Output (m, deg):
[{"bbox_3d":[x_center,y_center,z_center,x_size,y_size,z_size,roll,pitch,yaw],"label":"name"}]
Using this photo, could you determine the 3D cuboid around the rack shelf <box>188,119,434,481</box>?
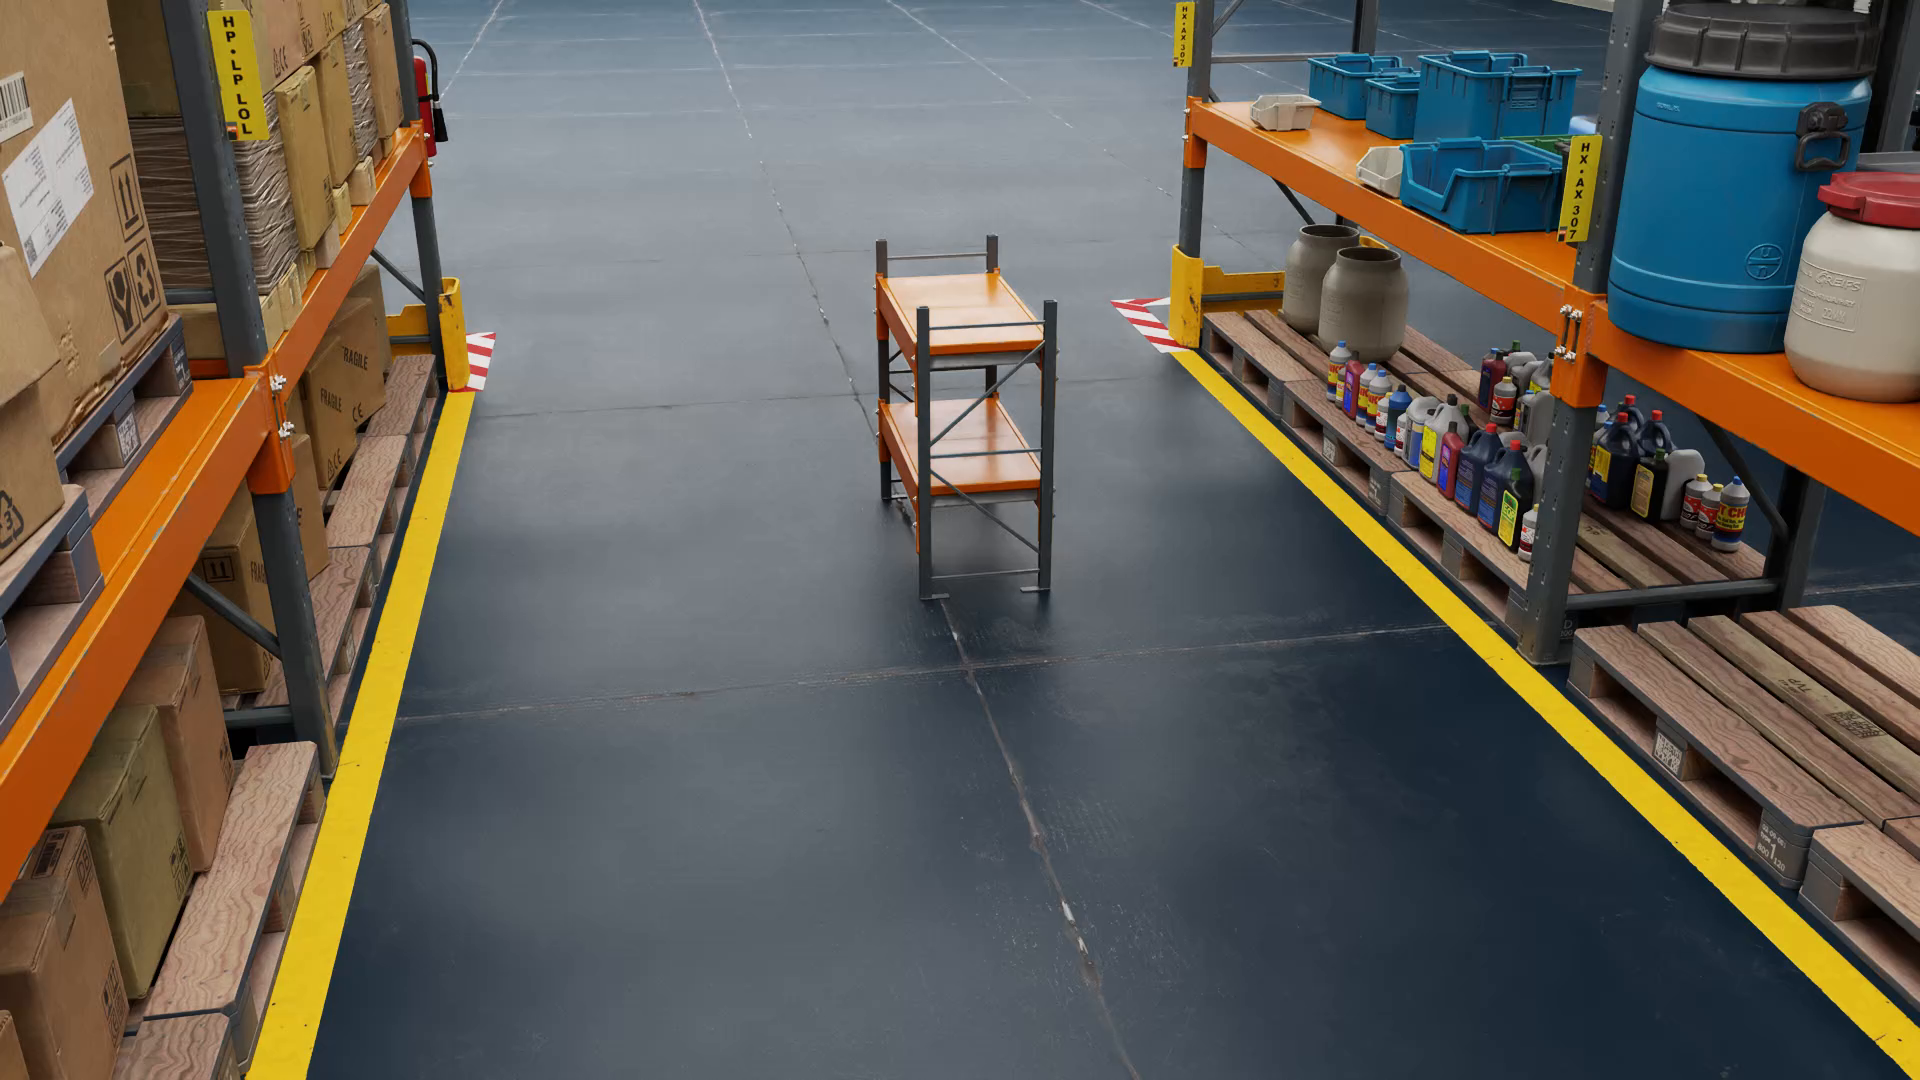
[{"bbox_3d":[-2.781,-1.083,6.381,1.077,0.370,4.000,-4,24,-10],"label":"rack shelf"}]

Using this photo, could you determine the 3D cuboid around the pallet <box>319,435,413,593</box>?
[{"bbox_3d":[-2.799,-0.091,6.694,1.003,0.211,1.213,-4,24,-10],"label":"pallet"}]

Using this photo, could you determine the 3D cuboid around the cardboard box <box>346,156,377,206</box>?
[{"bbox_3d":[-2.514,-1.405,6.534,0.380,0.149,0.250,-4,24,-10],"label":"cardboard box"}]

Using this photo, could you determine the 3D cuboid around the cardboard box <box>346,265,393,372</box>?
[{"bbox_3d":[-3.052,-1.000,7.889,0.500,0.500,0.500,0,24,0],"label":"cardboard box"}]

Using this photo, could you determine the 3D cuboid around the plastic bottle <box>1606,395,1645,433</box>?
[{"bbox_3d":[2.680,-0.403,6.685,0.144,0.351,0.185,-5,24,-12],"label":"plastic bottle"}]

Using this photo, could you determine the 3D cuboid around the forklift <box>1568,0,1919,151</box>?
[{"bbox_3d":[4.271,-2.307,8.370,1.130,2.935,3.031,-4,24,-8],"label":"forklift"}]

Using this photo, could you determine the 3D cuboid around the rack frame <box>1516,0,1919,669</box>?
[{"bbox_3d":[2.457,-0.993,5.275,1.000,3.000,0.127,-4,24,-10],"label":"rack frame"}]

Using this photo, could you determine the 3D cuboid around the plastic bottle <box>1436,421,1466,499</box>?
[{"bbox_3d":[1.948,-0.318,6.574,0.061,0.283,0.133,-3,24,-6],"label":"plastic bottle"}]

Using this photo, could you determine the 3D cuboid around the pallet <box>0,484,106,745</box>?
[{"bbox_3d":[-2.078,0.260,2.648,1.003,0.211,1.213,-4,24,-10],"label":"pallet"}]

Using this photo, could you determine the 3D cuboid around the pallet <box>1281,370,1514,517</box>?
[{"bbox_3d":[2.144,-0.463,7.546,1.003,0.211,1.213,-4,24,-10],"label":"pallet"}]

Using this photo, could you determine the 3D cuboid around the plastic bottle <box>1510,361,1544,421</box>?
[{"bbox_3d":[2.533,-0.674,7.398,0.152,0.276,0.135,-5,24,-11],"label":"plastic bottle"}]

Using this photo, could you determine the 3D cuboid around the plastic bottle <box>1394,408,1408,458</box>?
[{"bbox_3d":[1.884,-0.455,6.991,0.097,0.201,0.097,0,24,0],"label":"plastic bottle"}]

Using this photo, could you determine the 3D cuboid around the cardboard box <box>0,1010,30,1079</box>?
[{"bbox_3d":[-2.042,1.189,2.852,0.700,0.500,0.500,-2,24,-5],"label":"cardboard box"}]

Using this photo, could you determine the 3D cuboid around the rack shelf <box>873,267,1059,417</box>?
[{"bbox_3d":[0.001,-0.781,6.402,0.538,0.278,1.000,-4,24,-10],"label":"rack shelf"}]

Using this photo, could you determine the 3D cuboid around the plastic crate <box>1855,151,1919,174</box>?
[{"bbox_3d":[2.847,-0.854,4.878,0.402,0.464,0.583,-4,24,-10],"label":"plastic crate"}]

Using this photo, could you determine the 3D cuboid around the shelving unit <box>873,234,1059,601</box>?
[{"bbox_3d":[0.001,-0.513,6.519,0.538,1.125,1.048,-4,24,-10],"label":"shelving unit"}]

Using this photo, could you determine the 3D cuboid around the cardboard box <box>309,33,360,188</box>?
[{"bbox_3d":[-2.734,-1.578,6.119,0.875,0.500,0.500,-4,24,-10],"label":"cardboard box"}]

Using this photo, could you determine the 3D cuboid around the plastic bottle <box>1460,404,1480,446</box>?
[{"bbox_3d":[2.055,-0.402,6.766,0.061,0.283,0.133,-4,24,-10],"label":"plastic bottle"}]

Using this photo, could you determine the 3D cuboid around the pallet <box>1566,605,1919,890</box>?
[{"bbox_3d":[2.640,0.591,5.133,1.003,0.211,1.213,-4,24,-10],"label":"pallet"}]

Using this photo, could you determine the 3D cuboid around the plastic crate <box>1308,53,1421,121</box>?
[{"bbox_3d":[2.104,-2.323,8.507,0.499,0.251,0.616,-4,24,-10],"label":"plastic crate"}]

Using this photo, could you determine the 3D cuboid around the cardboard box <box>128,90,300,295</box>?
[{"bbox_3d":[-2.433,-0.990,4.772,0.875,0.500,0.500,-4,24,-10],"label":"cardboard box"}]

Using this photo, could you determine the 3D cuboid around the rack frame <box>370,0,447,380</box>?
[{"bbox_3d":[-3.151,-2.199,8.038,1.000,3.000,0.127,-4,24,-10],"label":"rack frame"}]

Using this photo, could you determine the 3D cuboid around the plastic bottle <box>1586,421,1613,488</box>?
[{"bbox_3d":[2.570,-0.340,6.641,0.097,0.271,0.097,0,24,0],"label":"plastic bottle"}]

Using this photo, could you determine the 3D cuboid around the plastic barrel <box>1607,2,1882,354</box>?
[{"bbox_3d":[2.230,-1.048,4.776,0.600,0.901,0.708,-4,24,-10],"label":"plastic barrel"}]

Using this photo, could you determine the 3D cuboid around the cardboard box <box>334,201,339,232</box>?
[{"bbox_3d":[-2.410,-1.108,5.852,0.380,0.149,0.250,-4,24,-10],"label":"cardboard box"}]

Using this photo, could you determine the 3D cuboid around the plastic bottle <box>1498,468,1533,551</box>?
[{"bbox_3d":[2.044,-0.114,6.108,0.061,0.283,0.133,-3,24,-7],"label":"plastic bottle"}]

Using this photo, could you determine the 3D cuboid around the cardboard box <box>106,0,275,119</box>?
[{"bbox_3d":[-2.244,-1.462,4.605,0.500,0.500,0.500,-4,24,-10],"label":"cardboard box"}]

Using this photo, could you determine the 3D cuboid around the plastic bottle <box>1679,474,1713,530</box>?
[{"bbox_3d":[2.791,-0.150,6.292,0.097,0.201,0.097,0,24,0],"label":"plastic bottle"}]

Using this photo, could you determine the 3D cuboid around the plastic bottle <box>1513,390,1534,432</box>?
[{"bbox_3d":[2.457,-0.549,7.205,0.097,0.201,0.097,0,24,0],"label":"plastic bottle"}]

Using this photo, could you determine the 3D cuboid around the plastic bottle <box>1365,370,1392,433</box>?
[{"bbox_3d":[1.828,-0.607,7.251,0.097,0.271,0.097,0,24,0],"label":"plastic bottle"}]

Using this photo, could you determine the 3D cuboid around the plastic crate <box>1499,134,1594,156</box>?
[{"bbox_3d":[2.483,-1.450,6.588,0.450,0.188,0.662,-4,24,-10],"label":"plastic crate"}]

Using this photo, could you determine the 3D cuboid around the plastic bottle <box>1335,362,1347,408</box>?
[{"bbox_3d":[1.765,-0.708,7.571,0.097,0.201,0.097,0,24,0],"label":"plastic bottle"}]

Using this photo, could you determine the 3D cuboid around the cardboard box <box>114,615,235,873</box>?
[{"bbox_3d":[-2.318,0.561,4.291,0.700,0.500,0.500,-6,24,-14],"label":"cardboard box"}]

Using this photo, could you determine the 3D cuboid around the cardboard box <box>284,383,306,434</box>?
[{"bbox_3d":[-2.751,-0.296,6.279,0.500,0.500,0.500,-6,24,-14],"label":"cardboard box"}]

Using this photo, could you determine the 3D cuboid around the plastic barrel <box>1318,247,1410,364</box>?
[{"bbox_3d":[2.006,-1.168,8.260,0.421,0.512,0.421,0,24,0],"label":"plastic barrel"}]

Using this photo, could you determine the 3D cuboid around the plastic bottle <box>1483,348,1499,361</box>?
[{"bbox_3d":[2.487,-0.795,7.770,0.097,0.201,0.097,0,24,0],"label":"plastic bottle"}]

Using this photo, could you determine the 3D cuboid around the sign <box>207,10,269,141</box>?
[{"bbox_3d":[-1.866,-1.199,4.301,0.100,0.325,0.005,-4,24,-10],"label":"sign"}]

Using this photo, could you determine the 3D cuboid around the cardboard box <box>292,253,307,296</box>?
[{"bbox_3d":[-2.262,-0.813,5.179,0.380,0.149,0.250,-4,24,-10],"label":"cardboard box"}]

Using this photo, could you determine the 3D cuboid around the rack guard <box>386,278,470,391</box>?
[{"bbox_3d":[-3.136,-1.024,8.470,1.175,0.500,0.348,-4,24,-10],"label":"rack guard"}]

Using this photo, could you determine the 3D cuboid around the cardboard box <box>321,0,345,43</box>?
[{"bbox_3d":[-2.534,-2.051,5.953,0.500,0.500,0.500,-4,24,-10],"label":"cardboard box"}]

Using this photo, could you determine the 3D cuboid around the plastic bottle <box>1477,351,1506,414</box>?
[{"bbox_3d":[2.403,-0.724,7.503,0.061,0.283,0.133,-4,24,-10],"label":"plastic bottle"}]
